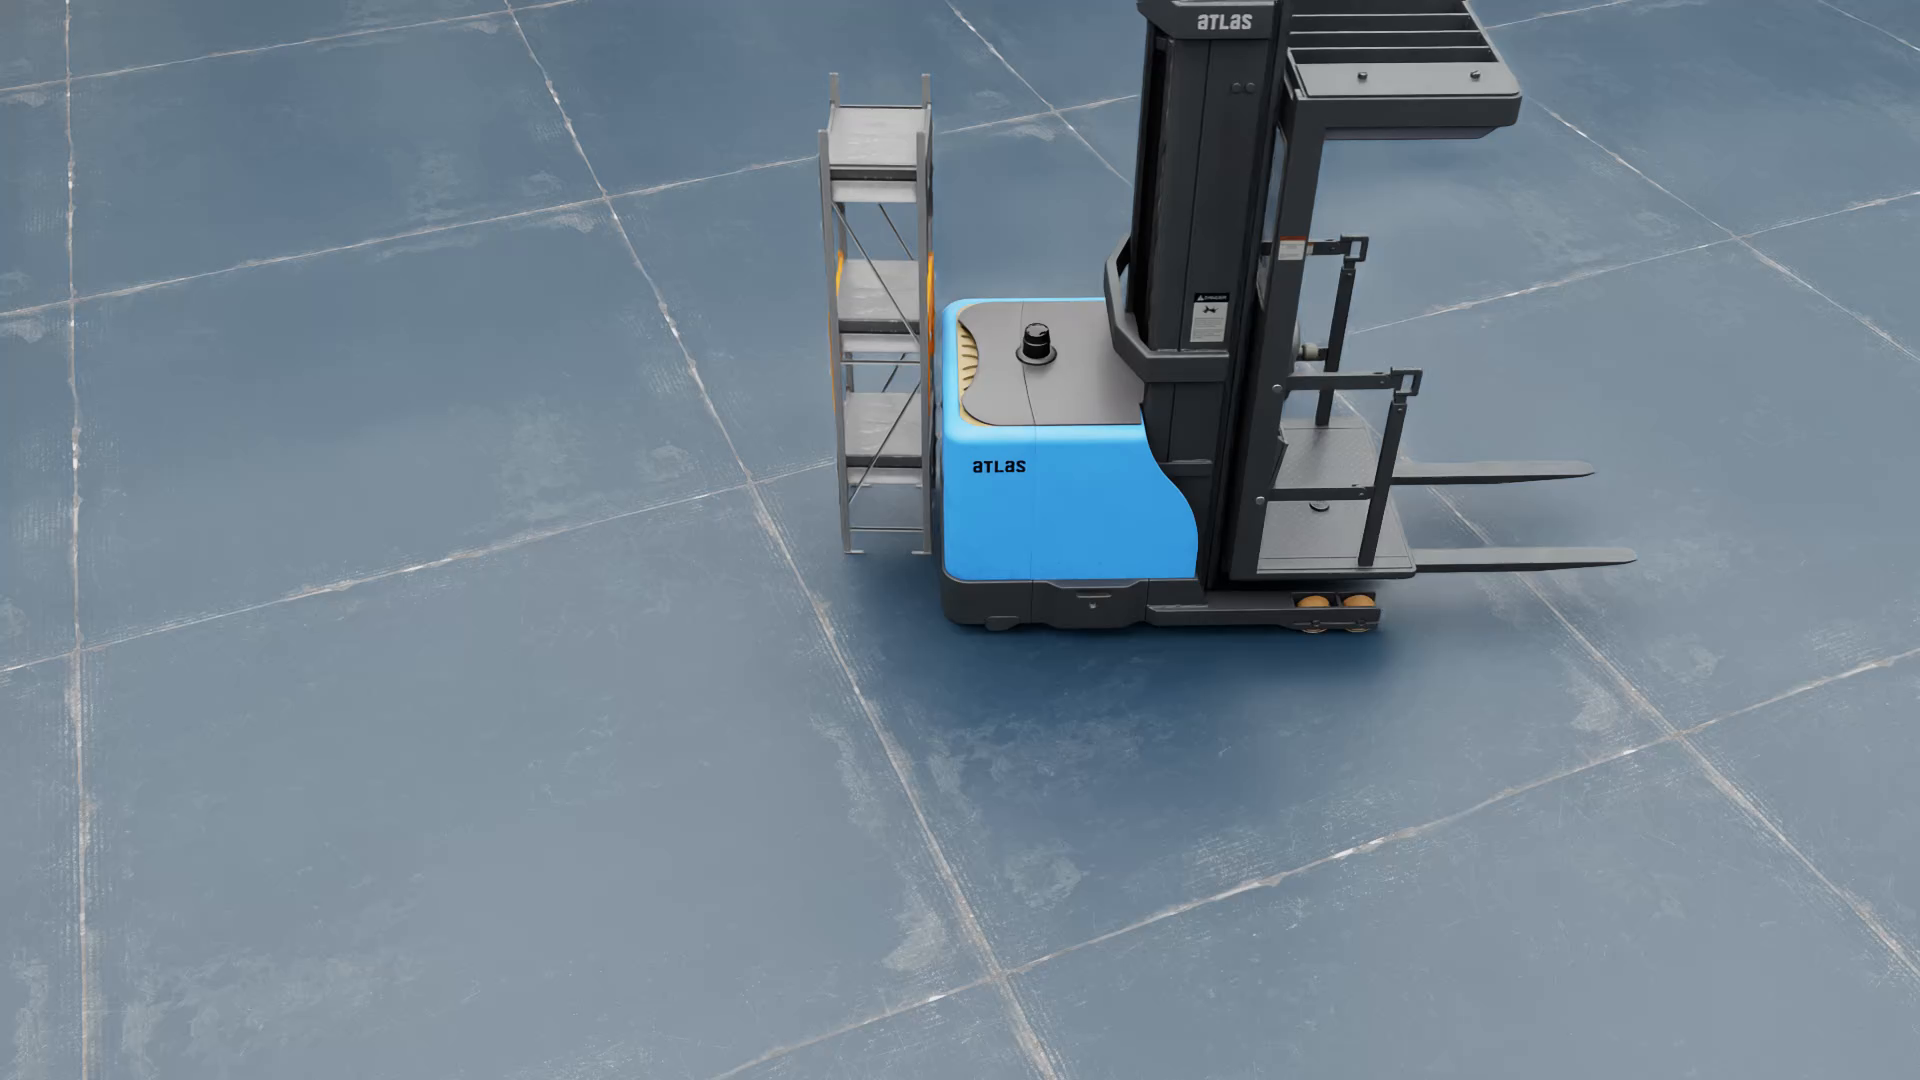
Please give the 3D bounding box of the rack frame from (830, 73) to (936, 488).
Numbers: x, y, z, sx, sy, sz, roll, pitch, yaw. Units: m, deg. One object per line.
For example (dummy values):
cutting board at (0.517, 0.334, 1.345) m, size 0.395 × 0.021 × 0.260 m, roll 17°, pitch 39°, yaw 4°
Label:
rack frame at (-0.317, -1.052, 7.282) m, size 0.400 × 2.100 × 0.015 m, roll 1°, pitch 41°, yaw 1°

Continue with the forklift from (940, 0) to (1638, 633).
forklift at (1.430, -1.056, 6.648) m, size 3.031 × 2.935 × 1.130 m, roll -1°, pitch 41°, yaw -1°

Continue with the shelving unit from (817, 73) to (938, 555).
shelving unit at (-0.324, -0.893, 7.097) m, size 0.431 × 2.100 × 0.503 m, roll 1°, pitch 41°, yaw 1°

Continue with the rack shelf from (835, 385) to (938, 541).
rack shelf at (-0.324, -0.352, 7.562) m, size 0.431 × 0.518 × 0.480 m, roll 1°, pitch 41°, yaw 1°

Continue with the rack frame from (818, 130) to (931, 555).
rack frame at (-0.331, -0.734, 6.912) m, size 0.400 × 2.100 × 0.015 m, roll 1°, pitch 41°, yaw 1°

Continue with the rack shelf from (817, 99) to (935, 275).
rack shelf at (-0.324, -1.413, 6.649) m, size 0.431 × 0.518 × 0.480 m, roll 1°, pitch 41°, yaw 1°

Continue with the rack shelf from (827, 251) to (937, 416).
rack shelf at (-0.324, -0.883, 7.106) m, size 0.431 × 0.518 × 0.480 m, roll 1°, pitch 41°, yaw 1°
